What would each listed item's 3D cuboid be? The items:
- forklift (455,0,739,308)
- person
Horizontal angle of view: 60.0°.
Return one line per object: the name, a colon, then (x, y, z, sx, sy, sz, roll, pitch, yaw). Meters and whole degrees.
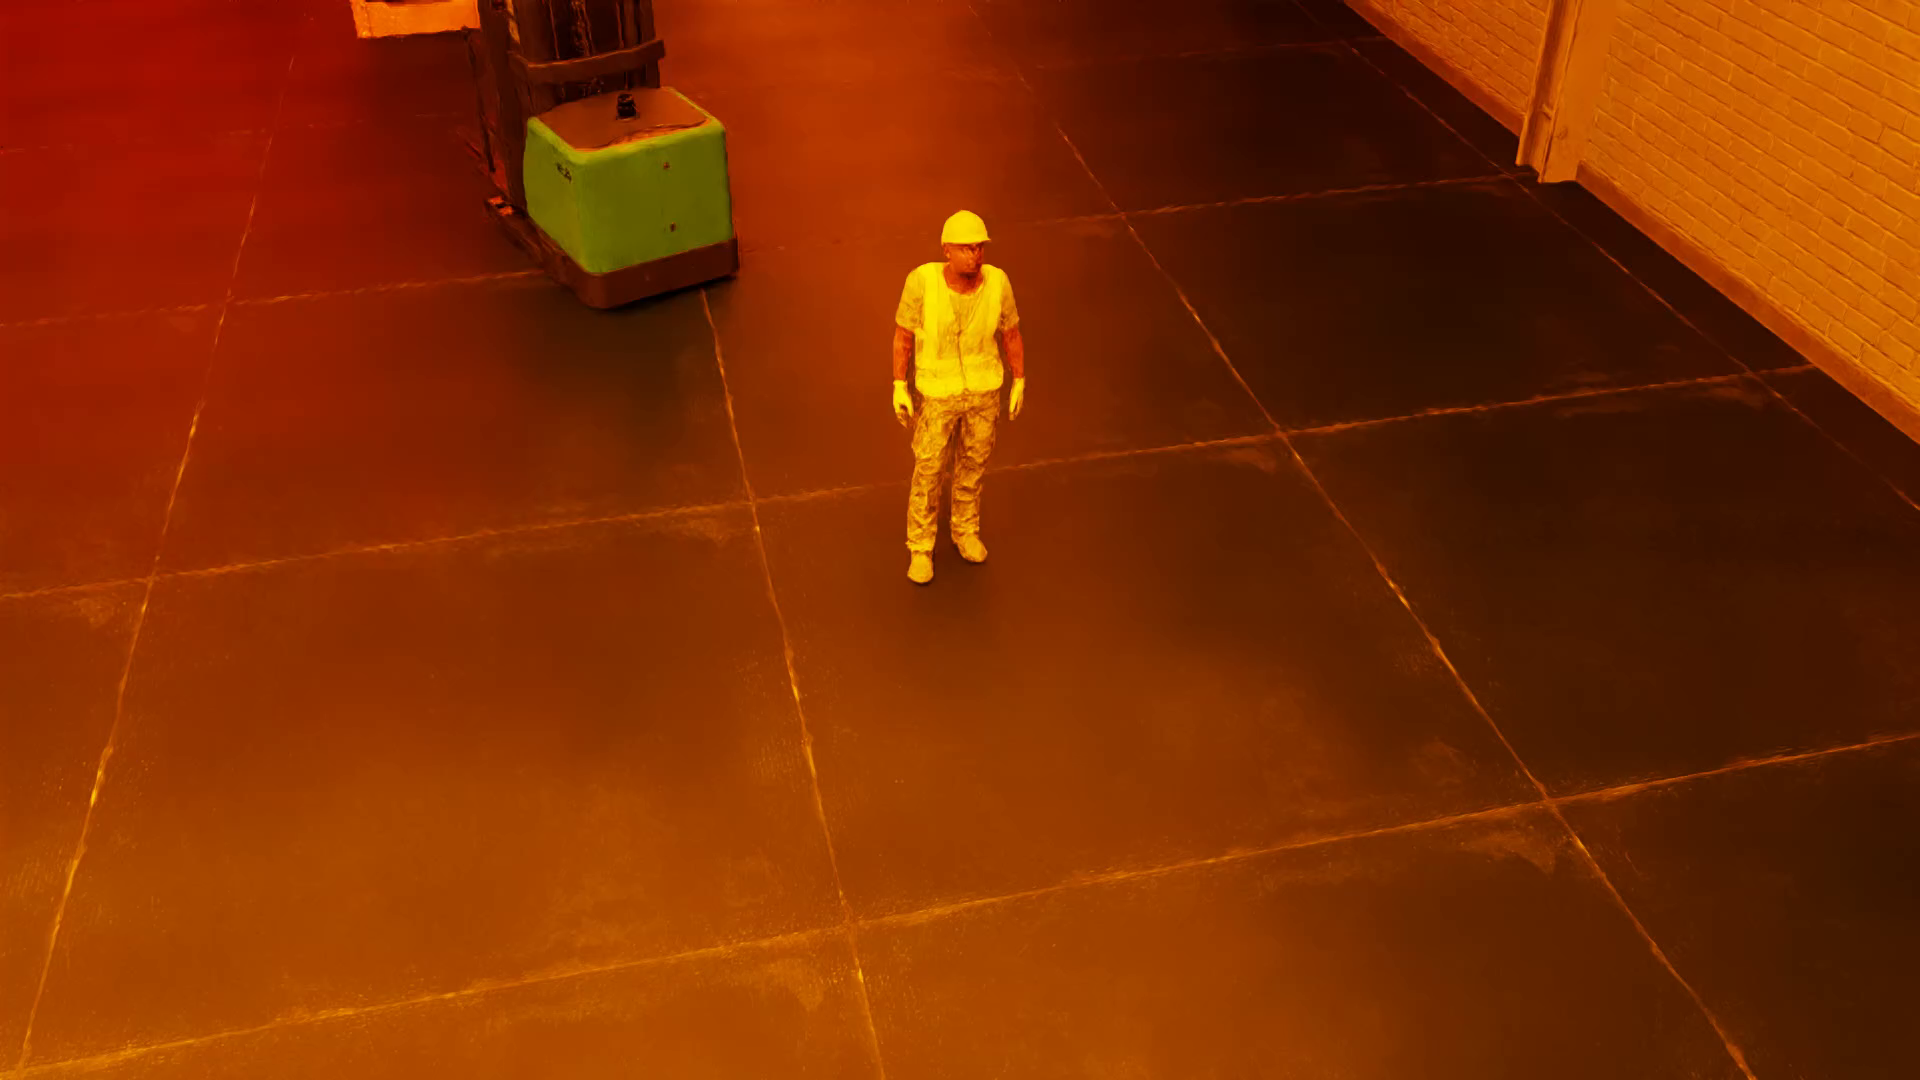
forklift: (-2.677, -3.472, 10.875, 1.130, 2.935, 3.031, -21, 41, -26)
person: (0.008, -0.687, 7.976, 0.655, 1.782, 0.576, -8, 36, -11)
